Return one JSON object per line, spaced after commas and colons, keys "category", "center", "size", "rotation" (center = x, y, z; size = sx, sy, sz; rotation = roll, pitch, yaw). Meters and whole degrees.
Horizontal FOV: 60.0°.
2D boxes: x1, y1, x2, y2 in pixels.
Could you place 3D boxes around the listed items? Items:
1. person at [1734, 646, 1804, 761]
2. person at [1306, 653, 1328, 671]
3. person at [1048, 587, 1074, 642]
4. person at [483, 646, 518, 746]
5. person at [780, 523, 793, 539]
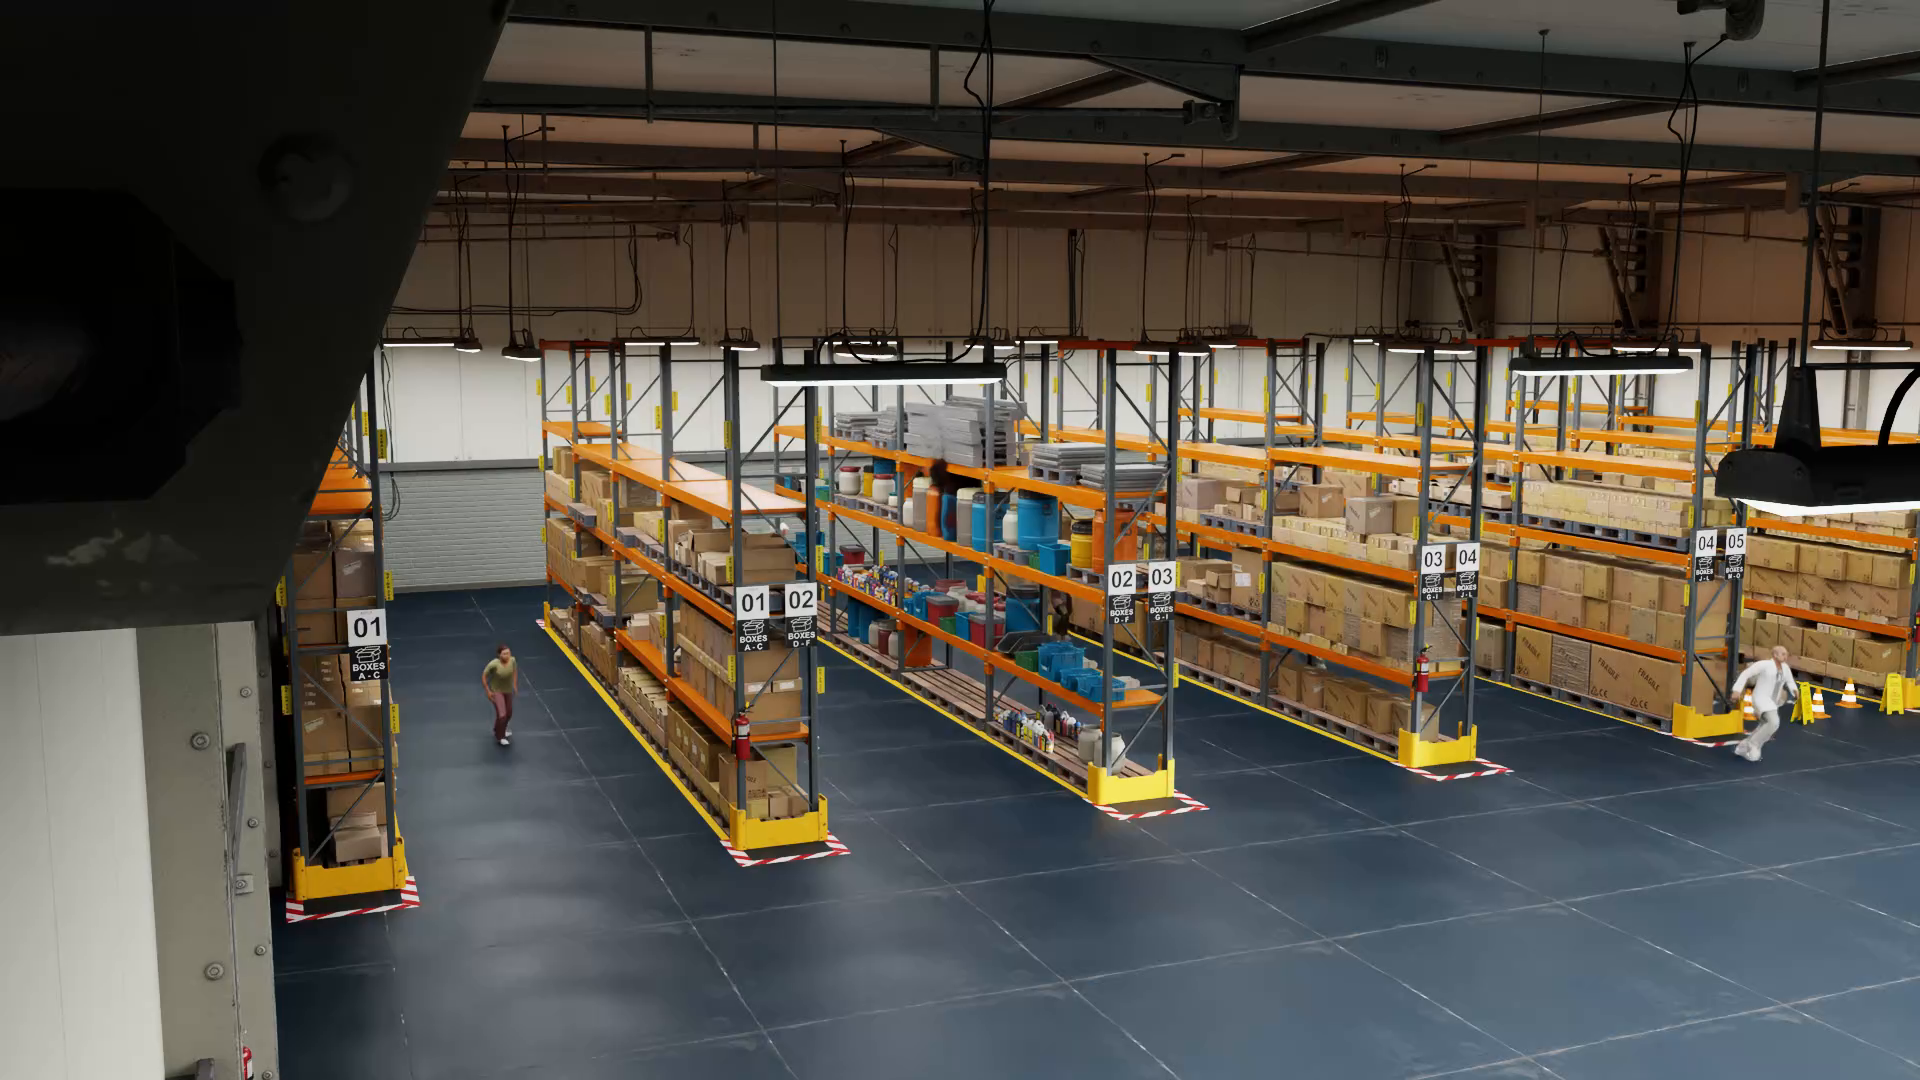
{"category": "person", "center": [11.824, 2.375, 24.160], "size": [0.873, 1.684, 0.751], "rotation": [-5, 9, -33]}
{"category": "person", "center": [6.547, 1.533, 30.241], "size": [0.652, 1.789, 0.777], "rotation": [-3, 8, -24]}
{"category": "person", "center": [1.966, 1.166, 32.052], "size": [0.699, 1.768, 1.011], "rotation": [-2, 8, -17]}
{"category": "person", "center": [-6.941, 2.316, 25.079], "size": [0.785, 1.543, 0.622], "rotation": [6, 10, 39]}
{"category": "person", "center": [-4.417, 0.469, 38.780], "size": [1.037, 1.733, 0.677], "rotation": [-2, 8, -15]}
